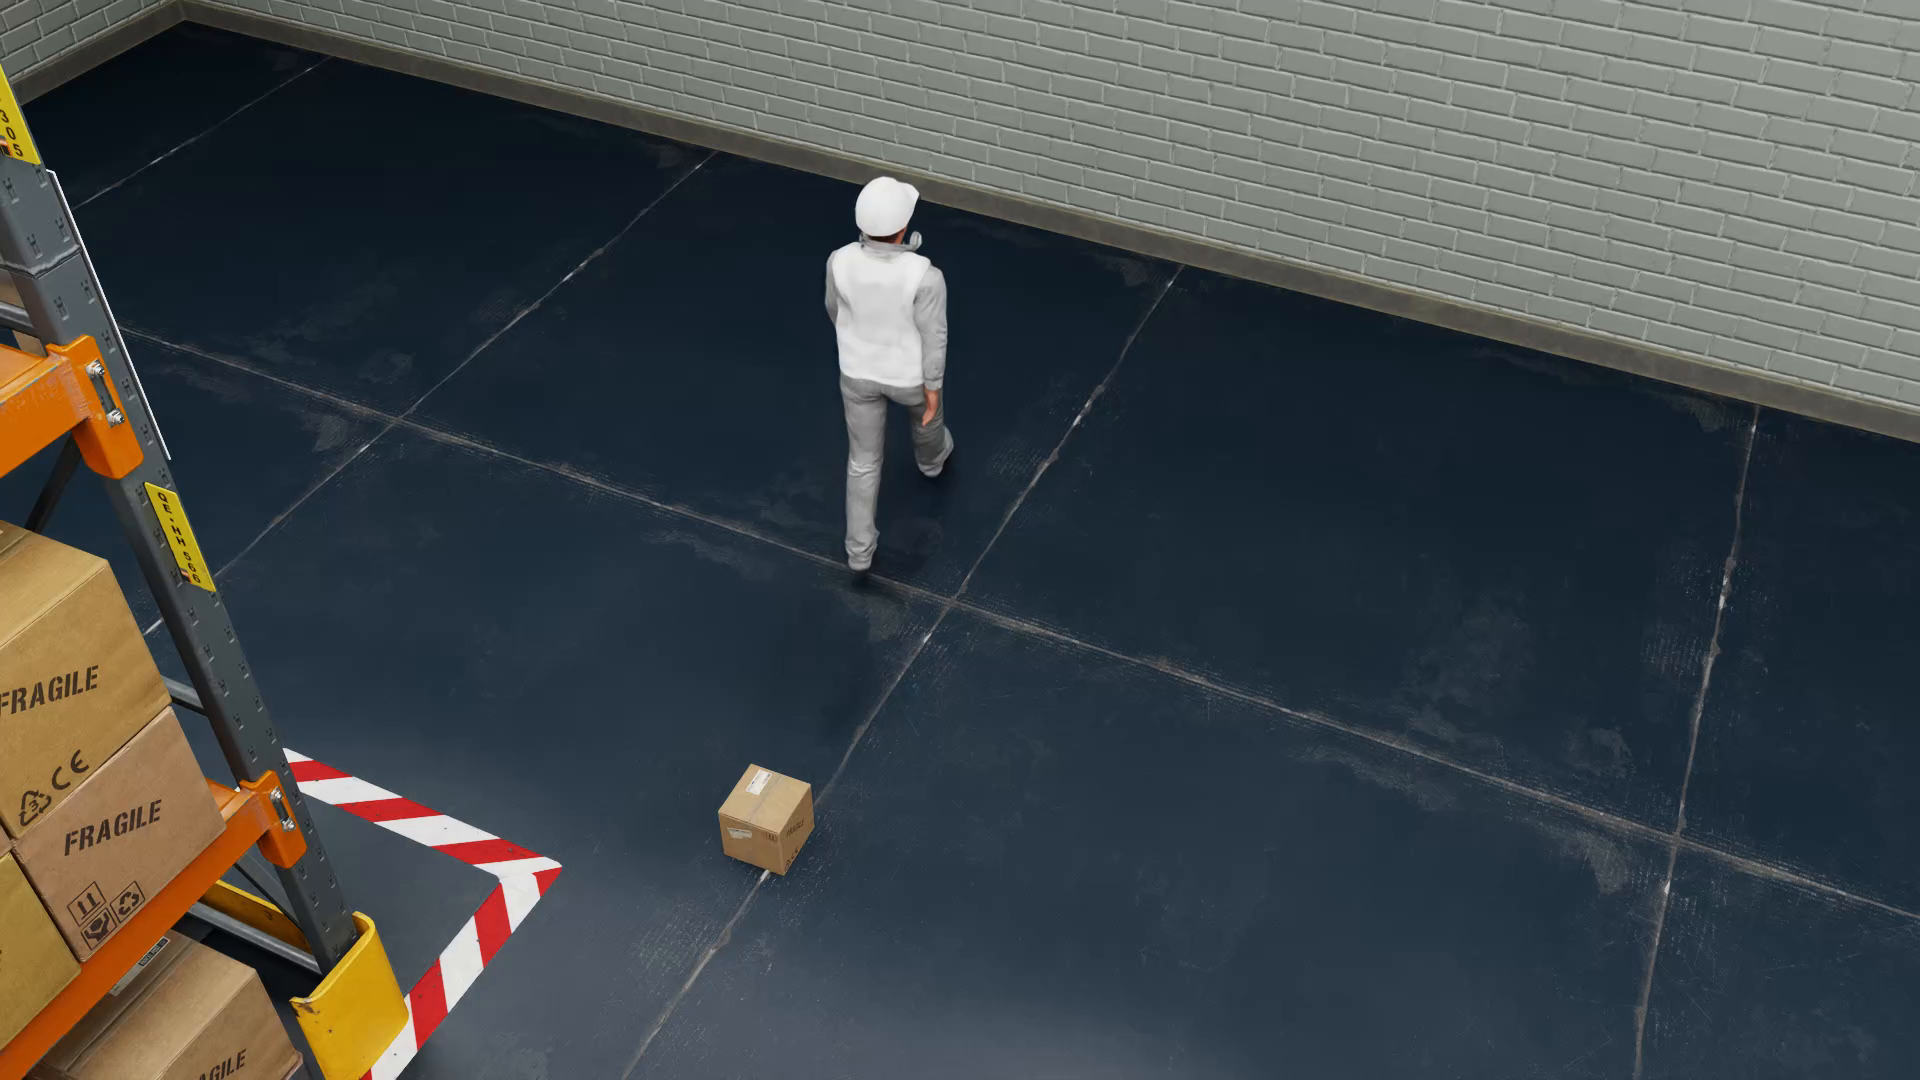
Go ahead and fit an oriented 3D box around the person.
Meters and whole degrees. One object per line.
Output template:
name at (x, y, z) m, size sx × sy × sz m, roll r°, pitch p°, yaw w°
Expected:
person at (-0.289, -0.792, 7.022) m, size 0.549 × 1.719 × 1.058 m, roll 8°, pitch 42°, yaw 9°
